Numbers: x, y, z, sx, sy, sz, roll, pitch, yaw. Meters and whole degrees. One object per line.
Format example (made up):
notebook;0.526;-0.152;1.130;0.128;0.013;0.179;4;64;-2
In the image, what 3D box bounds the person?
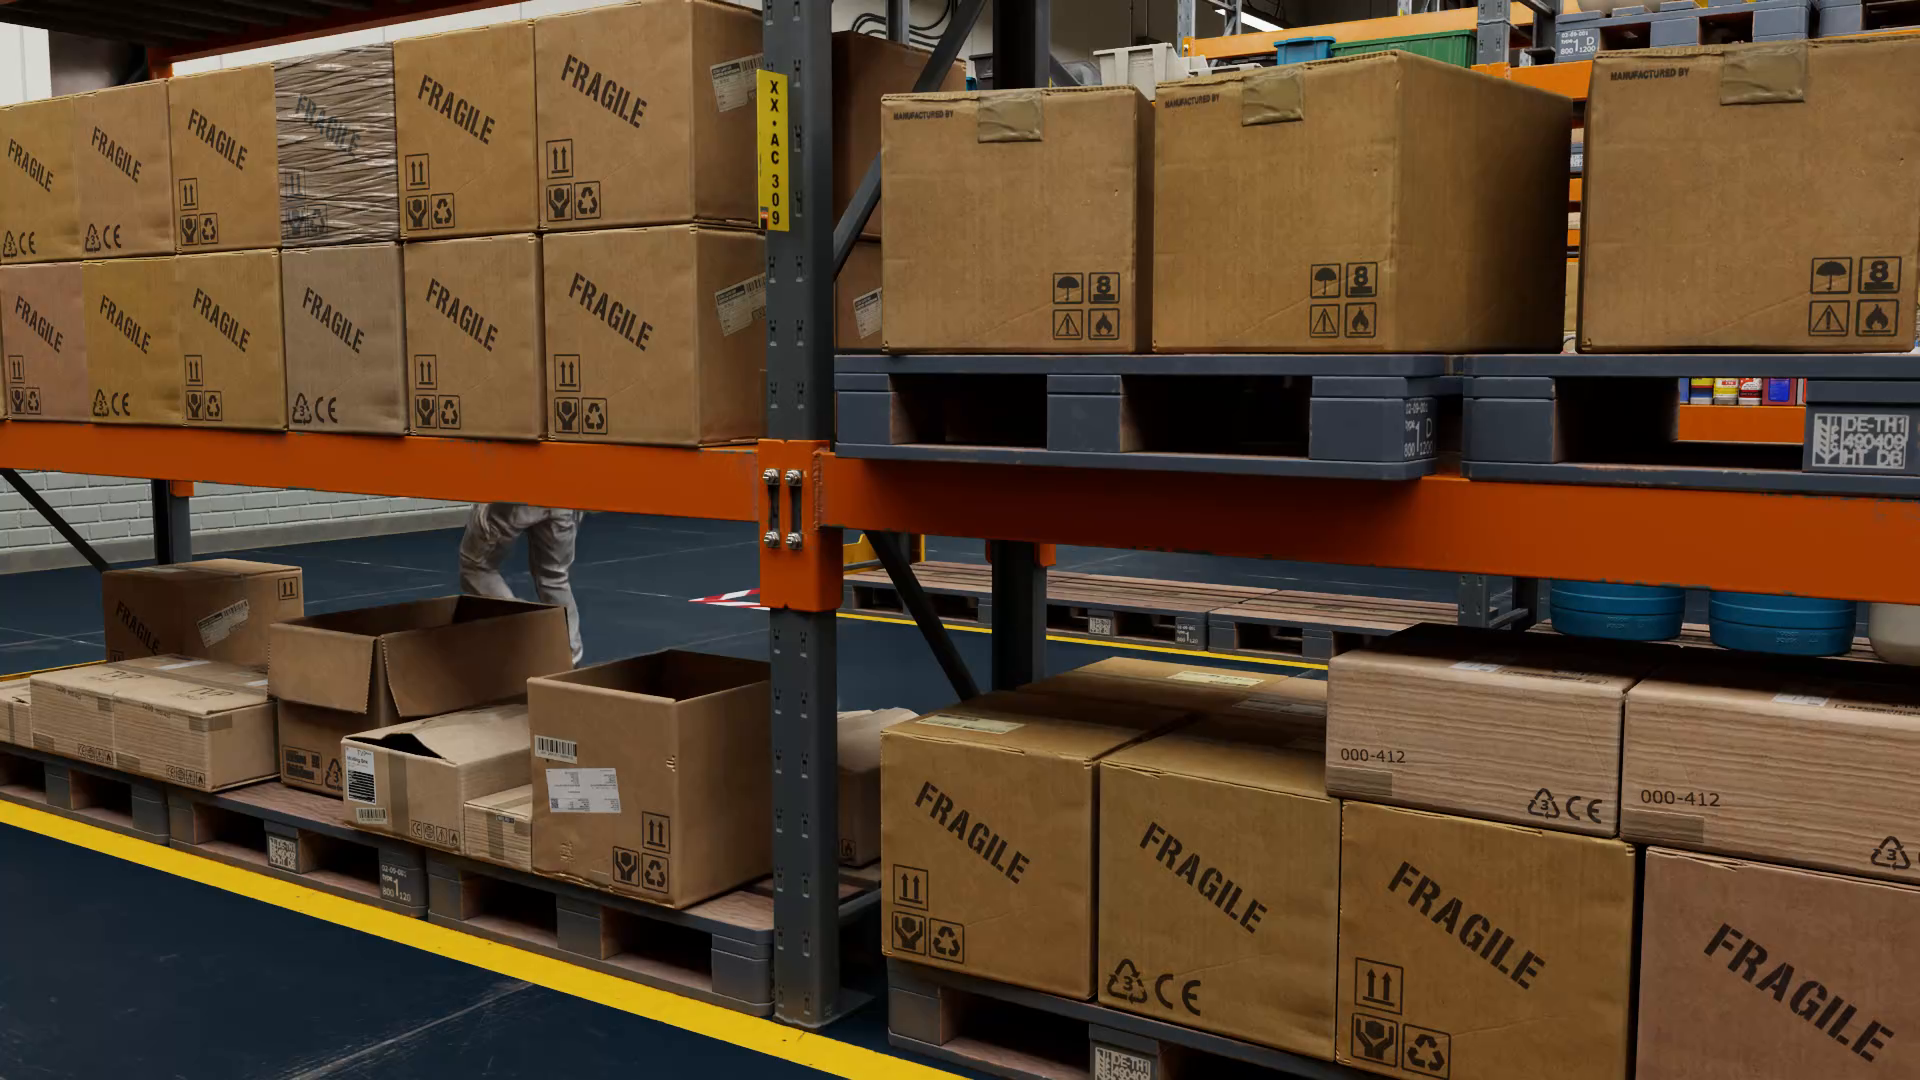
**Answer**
person;-1.875;-0.188;7.165;0.451;1.802;0.602;6;8;42
